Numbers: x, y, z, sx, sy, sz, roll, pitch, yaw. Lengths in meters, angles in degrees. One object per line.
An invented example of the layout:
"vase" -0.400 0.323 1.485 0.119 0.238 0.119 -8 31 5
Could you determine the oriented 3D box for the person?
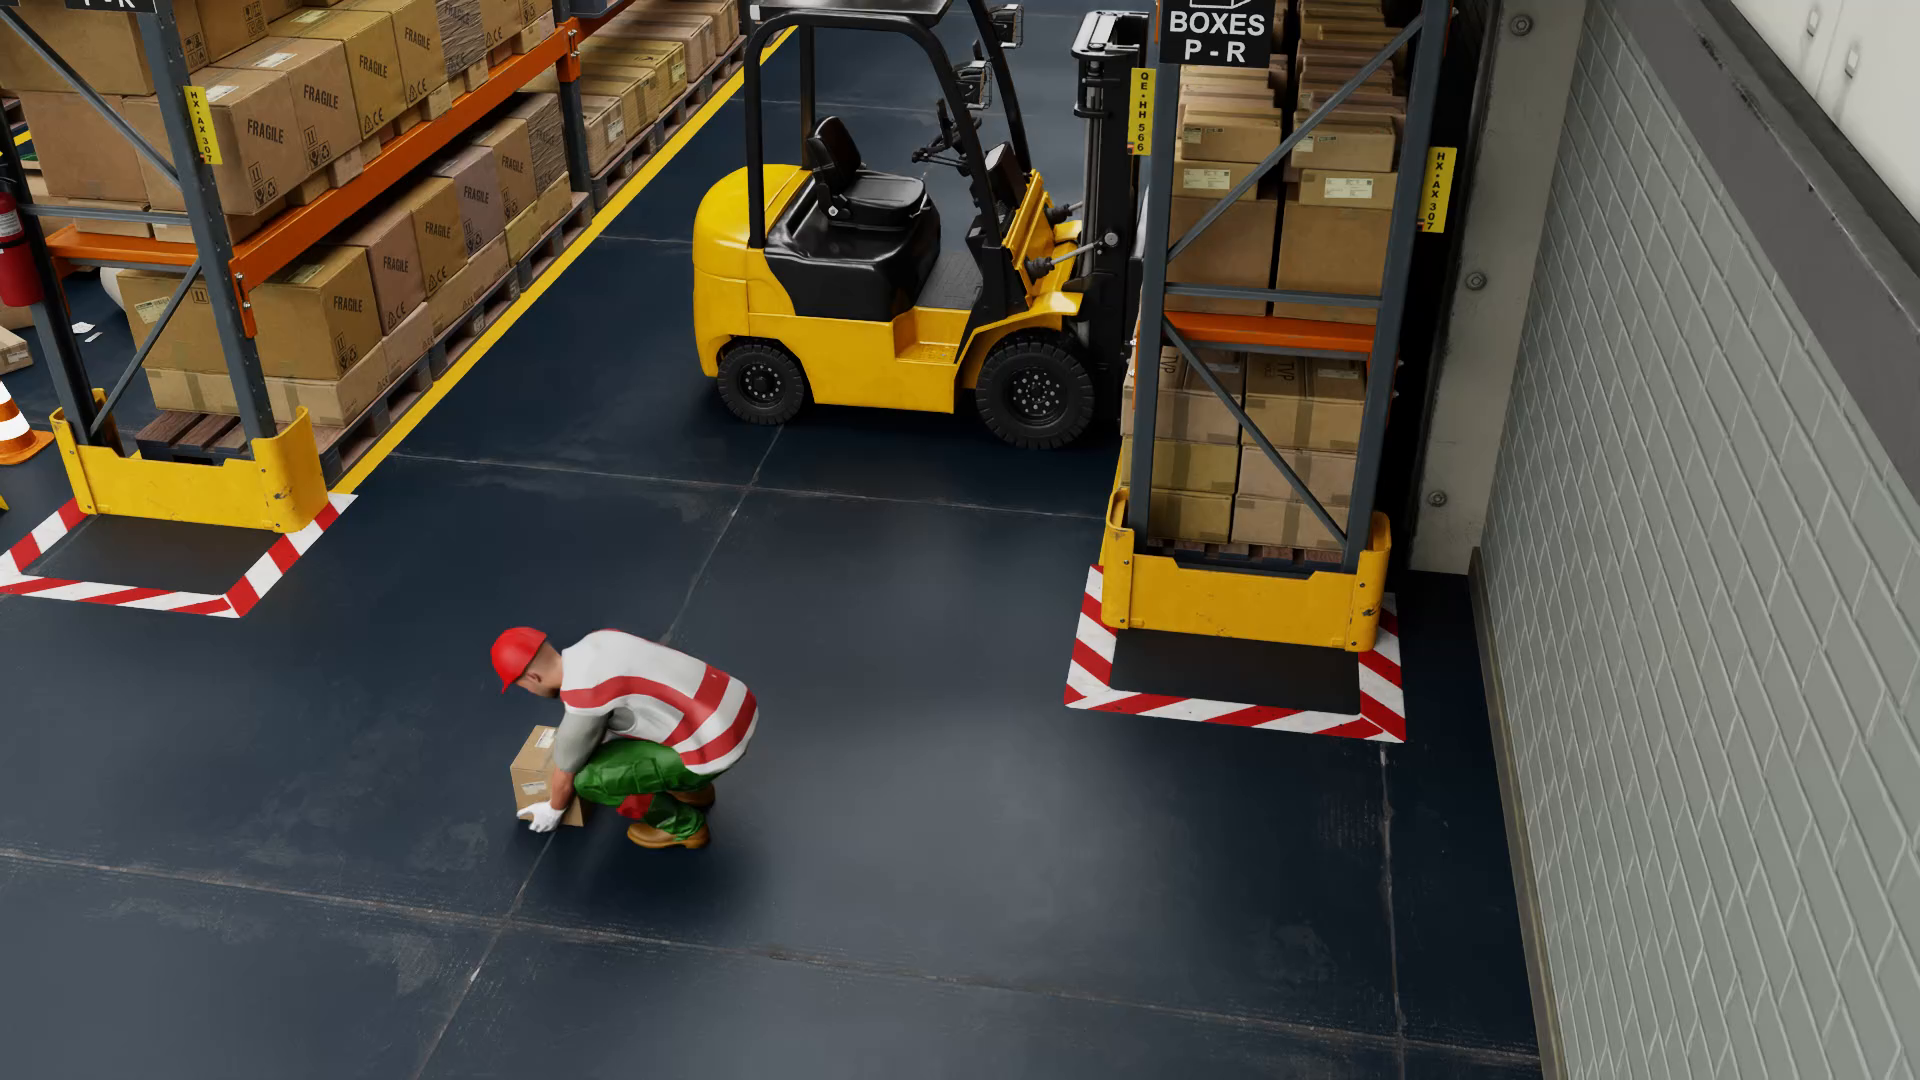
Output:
"person" -1.183 0.692 5.968 0.901 0.879 0.547 5 32 8
